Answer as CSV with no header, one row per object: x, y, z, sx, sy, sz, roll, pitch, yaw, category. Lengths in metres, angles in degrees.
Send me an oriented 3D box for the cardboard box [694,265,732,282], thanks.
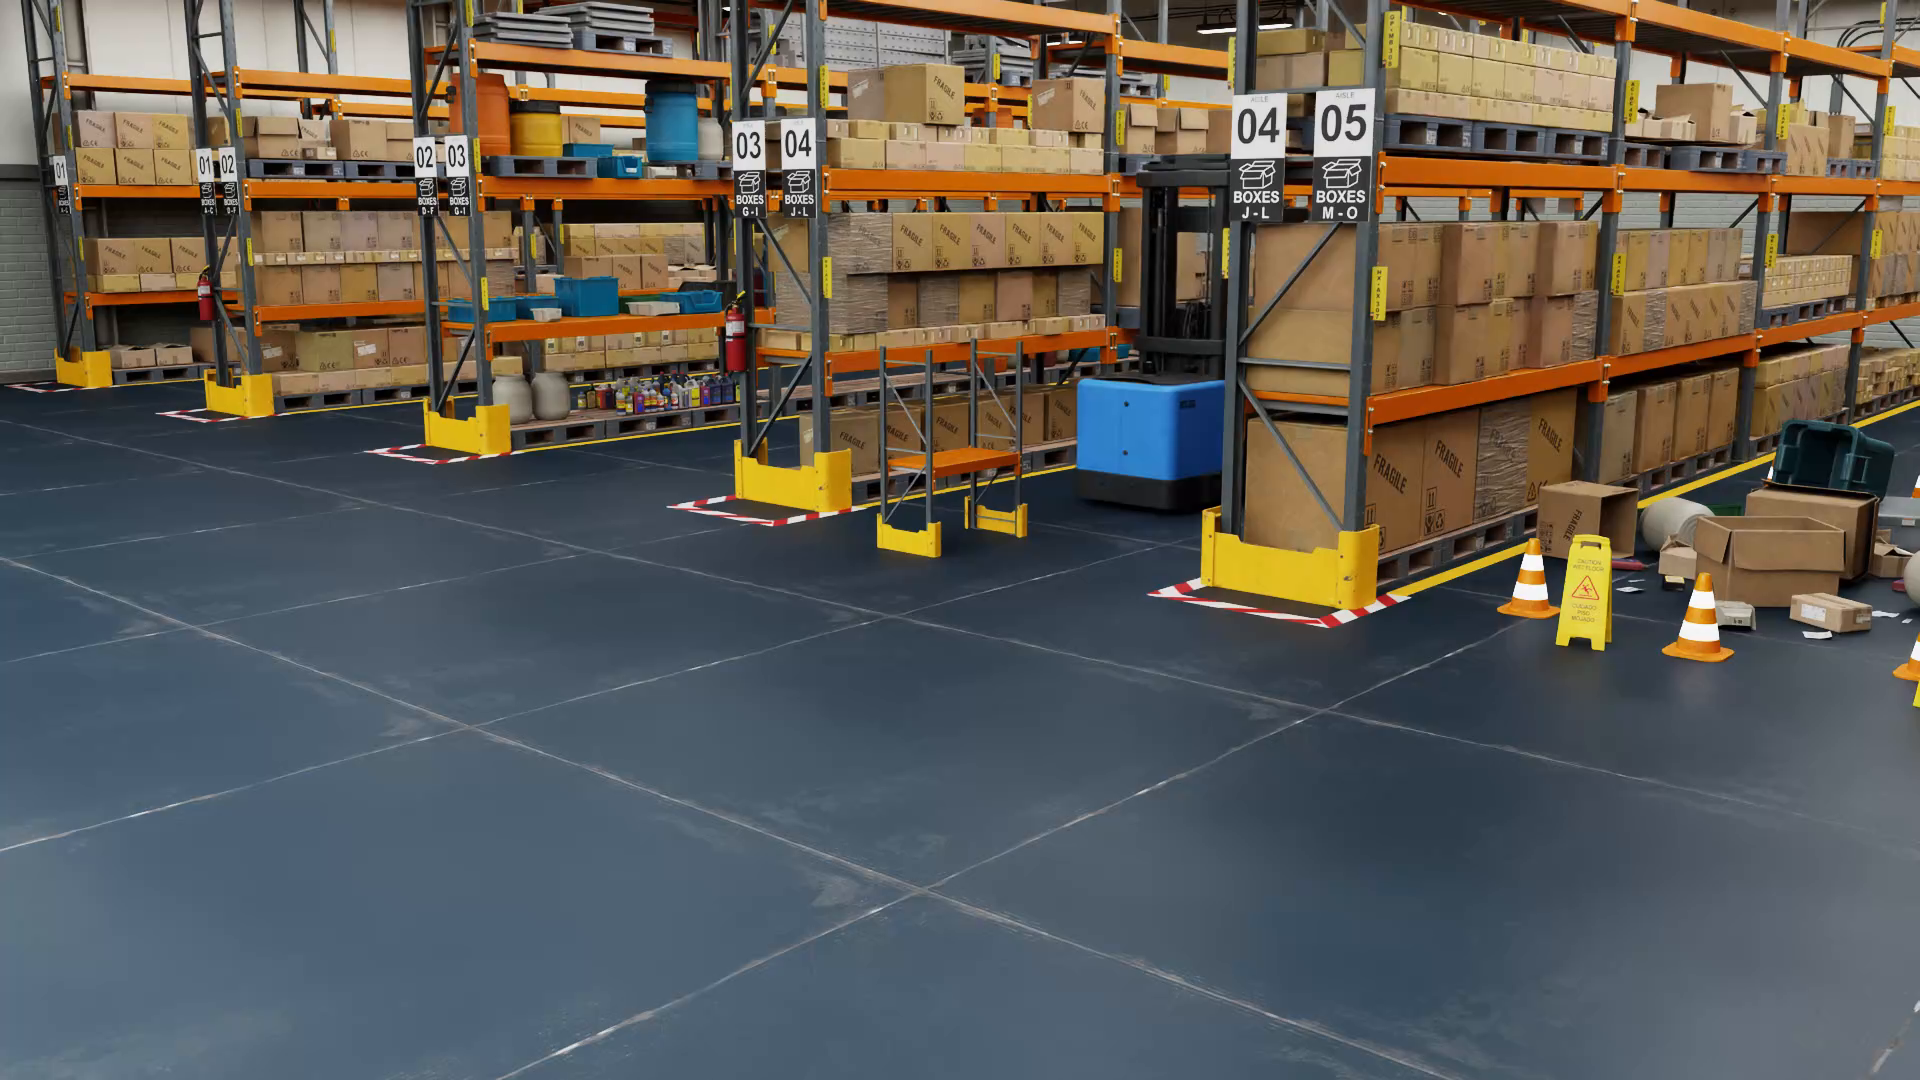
-3.923,-4.151,26.062,0.500,0.311,0.500,11,16,44,cardboard box

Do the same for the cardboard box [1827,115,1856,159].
9.756,-4.578,18.986,0.700,0.500,0.500,10,15,40,cardboard box

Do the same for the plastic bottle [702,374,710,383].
-3.112,-1.900,20.410,0.097,0.271,0.097,0,11,0,plastic bottle

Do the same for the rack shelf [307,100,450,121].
-8.694,-6.981,27.546,1.077,0.370,4.000,10,15,40,rack shelf

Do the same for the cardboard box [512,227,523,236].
-7.780,-5.361,28.860,0.380,0.149,0.250,7,13,31,cardboard box

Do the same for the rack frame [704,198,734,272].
-3.650,-4.242,26.293,1.000,3.000,0.127,10,15,40,rack frame

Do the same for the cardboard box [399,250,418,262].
-7.321,-3.727,21.802,0.380,0.149,0.250,10,15,42,cardboard box

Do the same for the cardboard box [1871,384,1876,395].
11.152,-1.884,20.690,0.380,0.149,0.250,9,14,38,cardboard box

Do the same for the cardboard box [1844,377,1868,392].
10.568,-1.859,19.808,0.380,0.149,0.250,11,16,43,cardboard box

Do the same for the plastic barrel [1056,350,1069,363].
1.430,-2.922,24.963,0.421,0.512,0.421,0,11,0,plastic barrel

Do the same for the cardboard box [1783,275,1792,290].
8.435,-2.696,17.359,0.380,0.149,0.250,10,15,41,cardboard box

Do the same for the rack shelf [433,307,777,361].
-3.892,-2.366,18.734,1.077,0.370,4.000,10,15,40,rack shelf

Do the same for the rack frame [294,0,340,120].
-10.014,-7.236,25.963,1.000,3.000,0.127,10,15,40,rack frame

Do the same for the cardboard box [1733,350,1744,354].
8.375,-1.936,18.139,0.500,0.250,0.500,10,15,42,cardboard box

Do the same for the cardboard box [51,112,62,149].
-12.566,-5.823,23.687,0.500,0.500,0.500,11,15,43,cardboard box

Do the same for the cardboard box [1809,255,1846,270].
9.793,-3.144,18.843,0.380,0.149,0.250,9,15,39,cardboard box

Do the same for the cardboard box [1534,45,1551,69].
3.972,-3.429,11.843,0.380,0.149,0.250,10,15,40,cardboard box

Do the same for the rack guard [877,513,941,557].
-0.379,-0.038,12.264,0.587,0.250,0.087,10,15,40,rack guard

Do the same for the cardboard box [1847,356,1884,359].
11.330,-2.212,20.817,0.380,0.149,0.250,9,14,38,cardboard box

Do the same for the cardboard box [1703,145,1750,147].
7.218,-3.800,15.687,0.380,0.166,0.250,10,15,40,cardboard box

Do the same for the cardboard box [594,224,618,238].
-6.526,-5.567,29.946,0.500,0.250,0.500,9,15,40,cardboard box

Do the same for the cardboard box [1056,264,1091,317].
0.805,-2.509,16.601,0.875,0.500,0.500,10,15,40,cardboard box

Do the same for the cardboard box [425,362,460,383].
-7.089,-2.267,22.352,0.500,0.250,0.500,10,15,40,cardboard box

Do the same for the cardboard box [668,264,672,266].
-5.615,-5.090,31.126,0.380,0.149,0.250,9,15,39,cardboard box

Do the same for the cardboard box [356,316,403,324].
-9.541,-3.394,27.305,0.700,0.500,0.500,10,15,42,cardboard box

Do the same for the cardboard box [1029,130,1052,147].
0.642,-3.761,15.588,0.380,0.149,0.250,9,15,39,cardboard box

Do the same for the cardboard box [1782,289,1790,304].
8.427,-2.546,17.371,0.380,0.149,0.250,11,16,43,cardboard box

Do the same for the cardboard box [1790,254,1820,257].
10.195,-3.196,20.039,0.500,0.500,0.500,10,15,40,cardboard box

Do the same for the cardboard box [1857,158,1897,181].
10.592,-4.325,19.430,0.500,0.250,0.500,11,16,43,cardboard box

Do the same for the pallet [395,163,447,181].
-6.834,-4.952,22.416,1.003,0.211,1.213,10,15,40,pallet

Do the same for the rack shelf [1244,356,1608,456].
3.487,-1.069,12.243,1.077,0.370,4.000,10,15,40,rack shelf

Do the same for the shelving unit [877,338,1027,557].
-0.050,-0.724,12.508,0.587,1.500,1.083,10,15,40,shelving unit

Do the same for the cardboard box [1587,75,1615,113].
4.675,-3.409,12.758,0.500,0.250,0.500,10,15,40,cardboard box

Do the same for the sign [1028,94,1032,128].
0.729,-4.361,16.905,0.100,0.325,0.005,10,15,40,sign

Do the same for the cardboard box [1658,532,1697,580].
5.056,0.115,11.455,0.258,0.266,0.396,-9,14,-38,cardboard box

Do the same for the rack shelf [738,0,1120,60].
-0.172,-4.666,14.941,1.077,0.370,4.000,10,15,40,rack shelf

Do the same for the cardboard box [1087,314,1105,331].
1.227,-2.180,16.607,0.380,0.149,0.250,10,15,40,cardboard box

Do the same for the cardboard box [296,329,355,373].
-8.081,-2.415,21.175,0.500,0.500,0.500,10,15,40,cardboard box

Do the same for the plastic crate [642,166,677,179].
-3.328,-4.066,18.425,0.243,0.136,0.396,10,15,40,plastic crate

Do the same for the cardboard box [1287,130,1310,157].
3.662,-4.624,19.012,0.500,0.500,0.500,10,15,42,cardboard box

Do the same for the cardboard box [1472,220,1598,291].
4.538,-2.270,13.276,0.875,0.550,0.550,10,15,40,cardboard box

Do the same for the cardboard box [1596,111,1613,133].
4.807,-3.224,12.850,0.380,0.149,0.250,10,15,40,cardboard box

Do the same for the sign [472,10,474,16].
-6.706,-7.161,23.002,0.100,0.325,0.005,10,15,40,sign

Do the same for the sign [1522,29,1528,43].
8.657,-7.688,25.440,0.100,0.325,0.005,10,15,40,sign

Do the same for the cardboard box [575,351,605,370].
-5.500,-2.614,24.087,0.500,0.250,0.500,10,15,42,cardboard box

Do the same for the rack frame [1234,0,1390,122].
2.167,-4.070,10.112,1.000,3.000,0.127,10,15,40,rack frame

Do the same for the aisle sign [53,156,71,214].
-12.477,-4.931,23.102,0.394,0.787,0.004,10,15,40,aisle sign

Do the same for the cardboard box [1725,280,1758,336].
7.352,-2.253,16.077,0.500,0.500,0.500,10,15,40,cardboard box

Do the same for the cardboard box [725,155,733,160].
-3.387,-5.831,26.332,0.910,0.500,0.500,10,15,40,cardboard box

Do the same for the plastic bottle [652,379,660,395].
-3.610,-1.771,19.764,0.097,0.271,0.097,0,11,0,plastic bottle

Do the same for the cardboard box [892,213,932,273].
-0.589,-2.588,14.440,0.500,0.500,0.500,10,15,40,cardboard box

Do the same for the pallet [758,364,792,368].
-3.129,-2.980,27.091,1.003,0.211,1.213,10,15,40,pallet

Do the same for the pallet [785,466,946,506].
-0.879,-0.543,14.889,1.003,0.211,1.213,10,15,40,pallet

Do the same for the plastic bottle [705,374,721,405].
-2.907,-1.769,19.551,0.144,0.351,0.185,9,14,38,plastic bottle

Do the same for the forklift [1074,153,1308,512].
2.342,-1.895,14.715,1.130,2.935,3.031,10,15,41,forklift

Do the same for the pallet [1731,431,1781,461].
7.965,-1.052,17.440,1.003,0.211,1.213,10,15,40,pallet

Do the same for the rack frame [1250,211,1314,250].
3.789,-2.961,19.878,1.000,3.000,0.127,10,15,40,rack frame
